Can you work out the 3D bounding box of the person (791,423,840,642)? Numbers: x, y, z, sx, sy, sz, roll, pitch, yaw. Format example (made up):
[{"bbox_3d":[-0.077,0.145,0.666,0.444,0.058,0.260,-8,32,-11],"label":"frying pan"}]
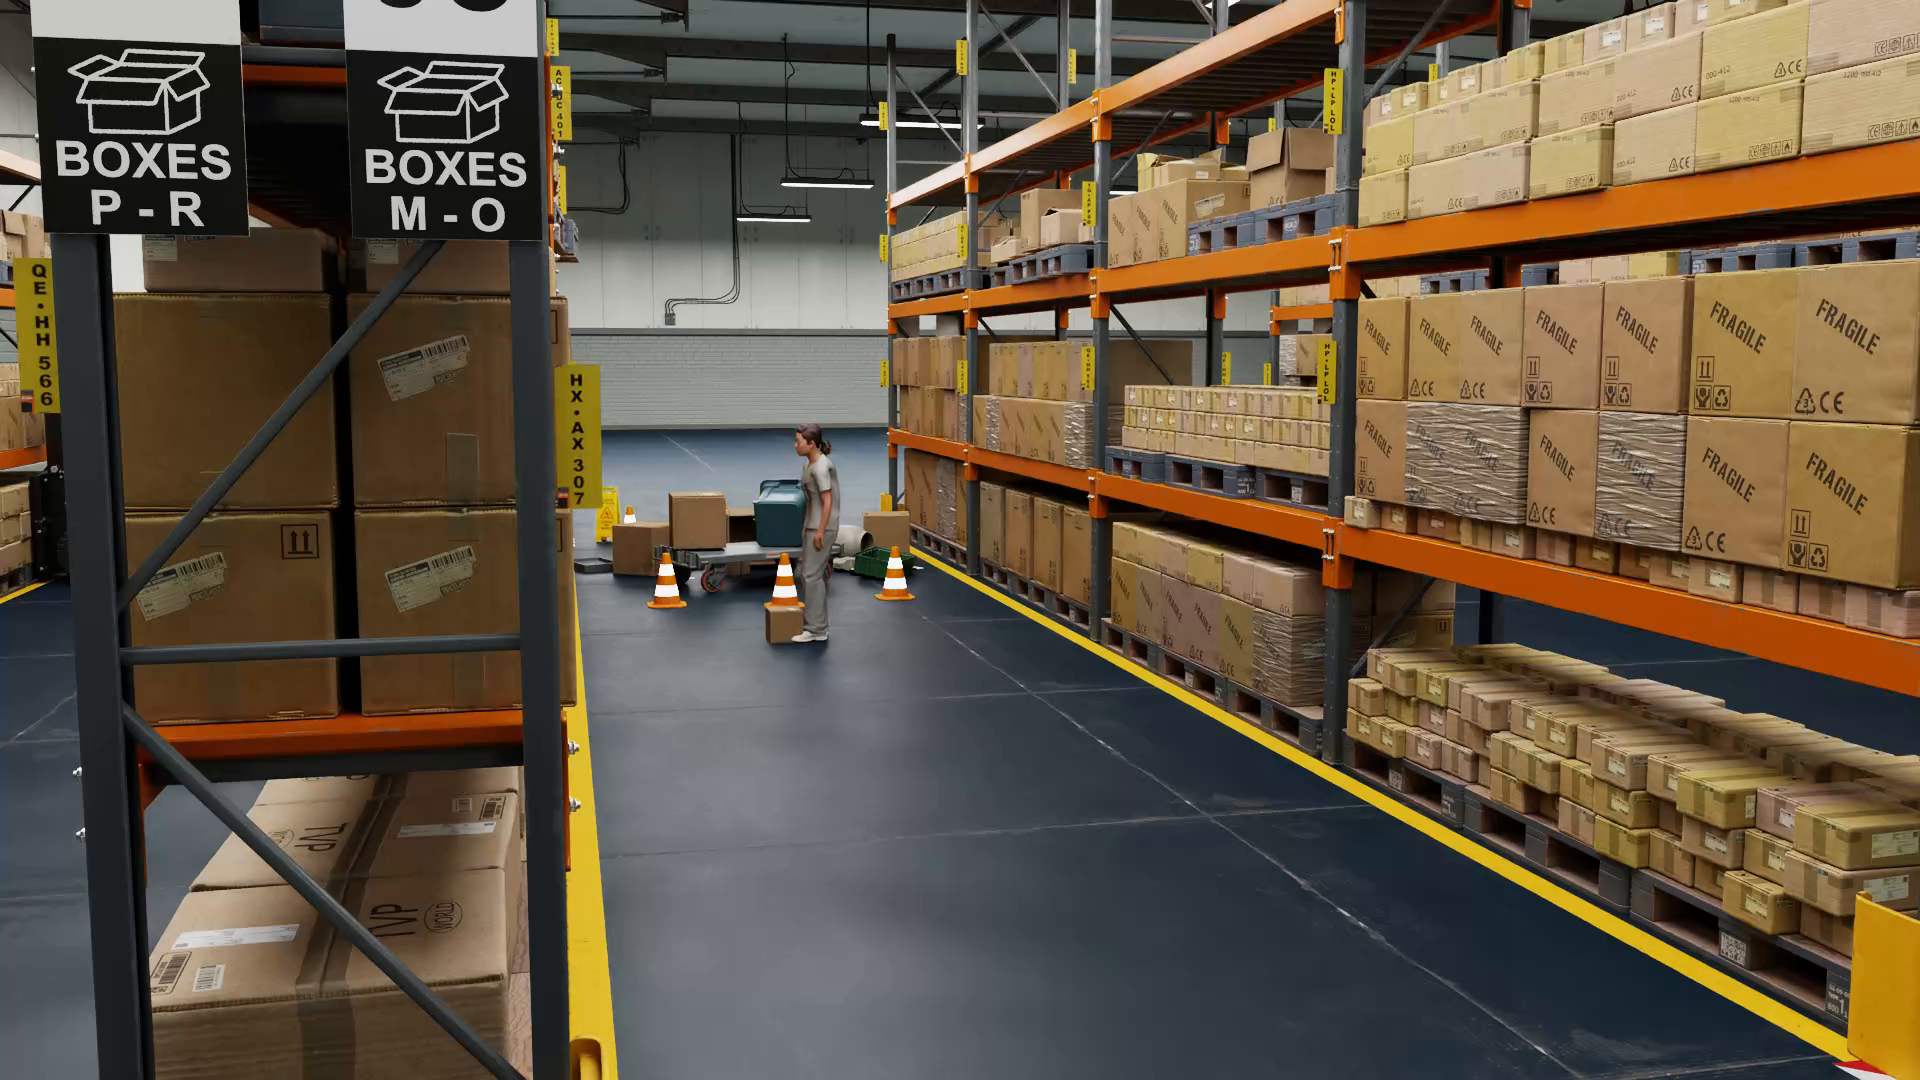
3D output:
[{"bbox_3d":[-1.135,-0.064,12.745,0.416,1.671,0.505,-2,6,-17],"label":"person"}]
